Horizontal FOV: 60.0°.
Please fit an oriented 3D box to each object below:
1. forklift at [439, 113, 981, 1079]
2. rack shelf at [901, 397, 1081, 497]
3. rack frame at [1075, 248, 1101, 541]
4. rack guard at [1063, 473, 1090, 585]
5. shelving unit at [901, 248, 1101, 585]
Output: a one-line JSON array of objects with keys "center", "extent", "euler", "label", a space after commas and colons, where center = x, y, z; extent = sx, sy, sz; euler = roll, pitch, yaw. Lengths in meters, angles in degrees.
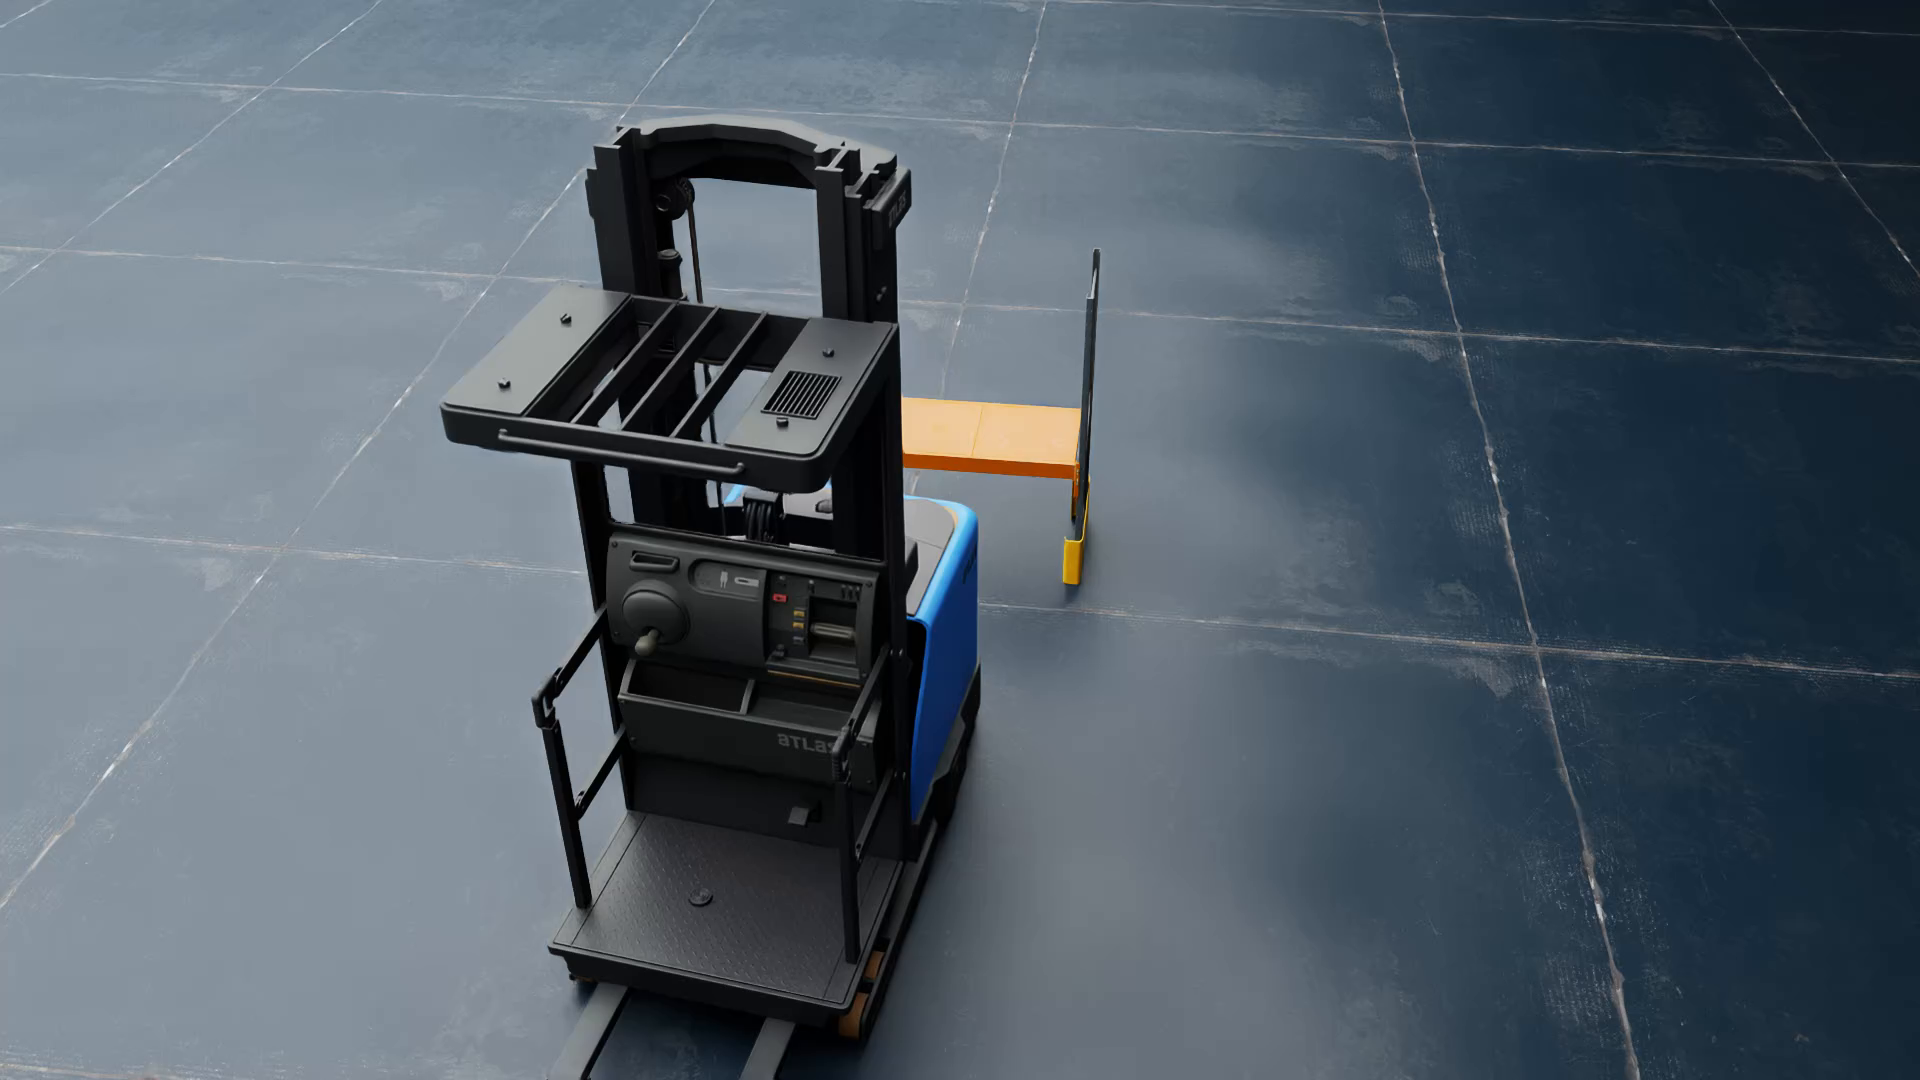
[{"center": [-0.776, 0.298, 5.310], "extent": [1.130, 2.935, 3.031], "euler": [8, 36, 12], "label": "forklift"}, {"center": [0.085, -0.458, 7.910], "extent": [1.000, 0.185, 0.538], "euler": [4, 36, 6], "label": "rack shelf"}, {"center": [0.589, -0.567, 7.753], "extent": [0.032, 1.500, 0.500], "euler": [4, 36, 6], "label": "rack frame"}, {"center": [0.570, -0.059, 8.118], "extent": [0.087, 0.250, 0.587], "euler": [4, 36, 6], "label": "rack guard"}, {"center": [0.076, -0.605, 7.806], "extent": [1.083, 1.500, 0.587], "euler": [4, 36, 6], "label": "shelving unit"}]
